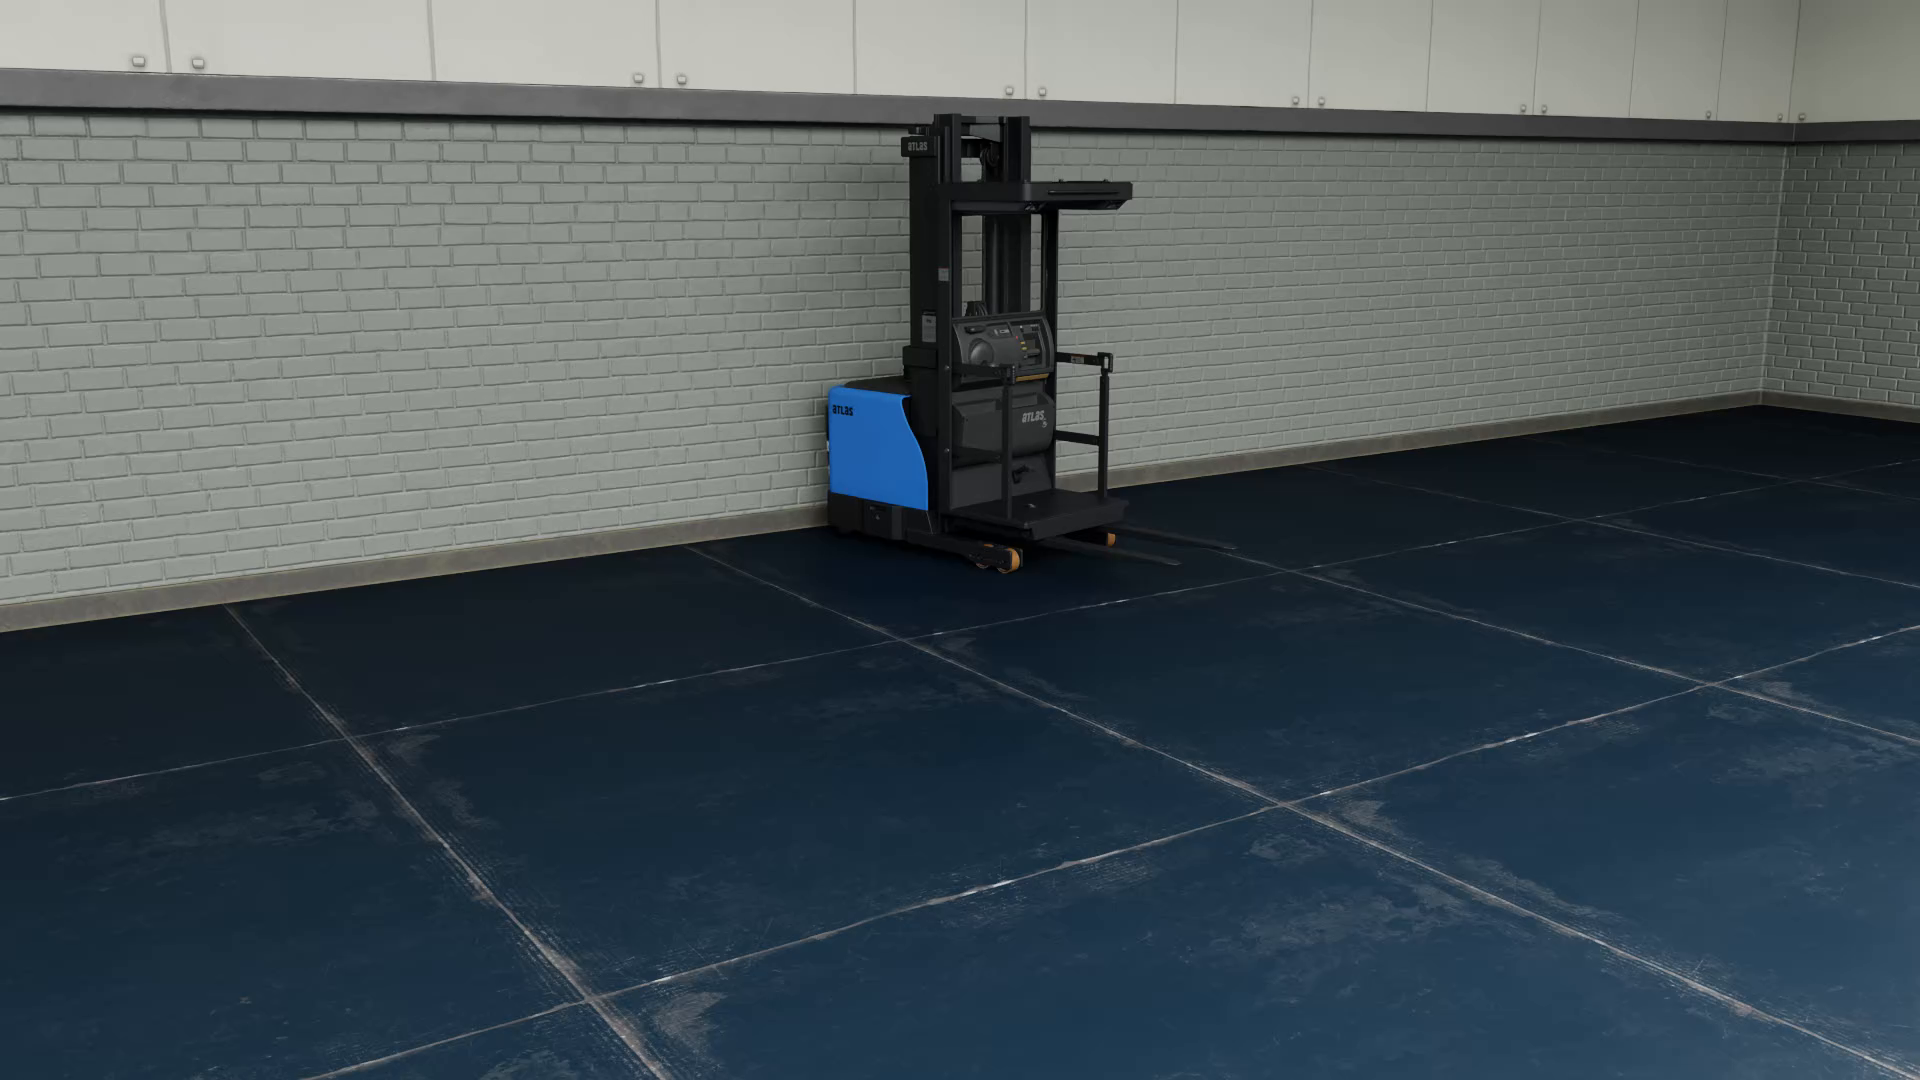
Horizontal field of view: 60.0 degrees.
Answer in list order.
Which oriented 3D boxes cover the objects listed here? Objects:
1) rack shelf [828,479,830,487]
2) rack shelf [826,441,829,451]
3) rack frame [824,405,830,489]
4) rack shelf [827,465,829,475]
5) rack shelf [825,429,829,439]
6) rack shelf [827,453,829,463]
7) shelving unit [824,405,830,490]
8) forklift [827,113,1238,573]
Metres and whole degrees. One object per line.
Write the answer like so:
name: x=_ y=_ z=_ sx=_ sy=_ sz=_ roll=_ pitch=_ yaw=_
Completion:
rack shelf: x=-0.814 y=-0.433 z=12.312 sx=0.258 sy=0.077 sz=0.200 roll=-12 pitch=17 yaw=-32
rack shelf: x=-0.824 y=-0.694 z=12.246 sx=0.258 sy=0.077 sz=0.200 roll=-12 pitch=17 yaw=-32
rack frame: x=-0.876 y=-0.571 z=12.364 sx=0.240 sy=0.900 sz=0.006 roll=-12 pitch=17 yaw=-32
rack shelf: x=-0.817 y=-0.520 z=12.290 sx=0.258 sy=0.077 sz=0.200 roll=-12 pitch=17 yaw=-32
rack shelf: x=-0.828 y=-0.781 z=12.224 sx=0.258 sy=0.077 sz=0.200 roll=-12 pitch=17 yaw=-32
rack shelf: x=-0.821 y=-0.607 z=12.268 sx=0.258 sy=0.077 sz=0.200 roll=-12 pitch=17 yaw=-32
shelving unit: x=-0.819 y=-0.552 z=12.282 sx=0.258 sy=0.900 sz=0.210 roll=-12 pitch=17 yaw=-32
forklift: x=0.453 y=-1.339 z=11.124 sx=3.031 sy=2.935 sz=1.130 roll=12 pitch=17 yaw=43
